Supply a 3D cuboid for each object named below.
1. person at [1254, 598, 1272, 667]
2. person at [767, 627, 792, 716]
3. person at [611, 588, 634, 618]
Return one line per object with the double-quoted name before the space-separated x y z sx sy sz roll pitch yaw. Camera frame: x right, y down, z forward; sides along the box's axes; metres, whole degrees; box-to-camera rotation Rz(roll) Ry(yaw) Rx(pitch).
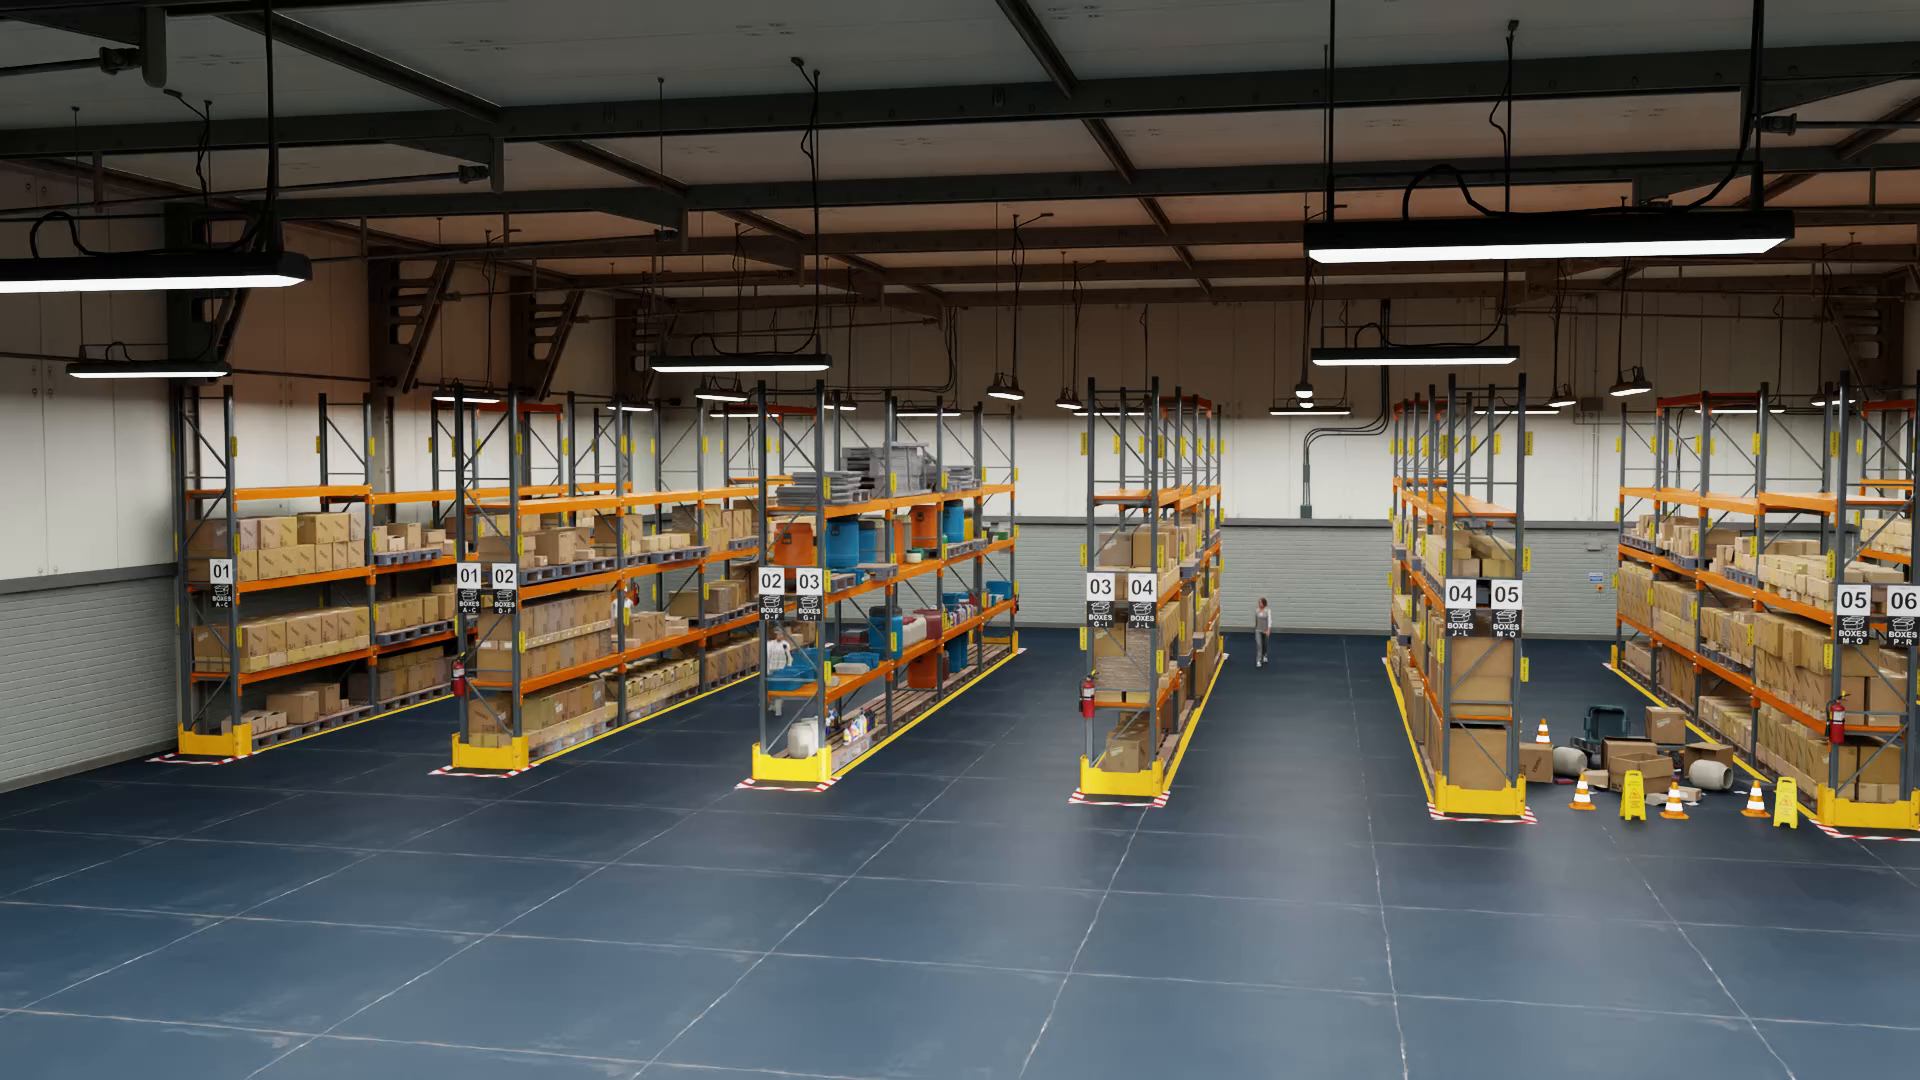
"person" 6.906 2.090 37.906 0.391 1.531 0.972 1 3 11
"person" -3.408 2.432 31.128 0.543 1.617 0.928 -1 3 -11
"person" -7.966 1.949 39.102 0.506 1.720 1.084 0 3 8
